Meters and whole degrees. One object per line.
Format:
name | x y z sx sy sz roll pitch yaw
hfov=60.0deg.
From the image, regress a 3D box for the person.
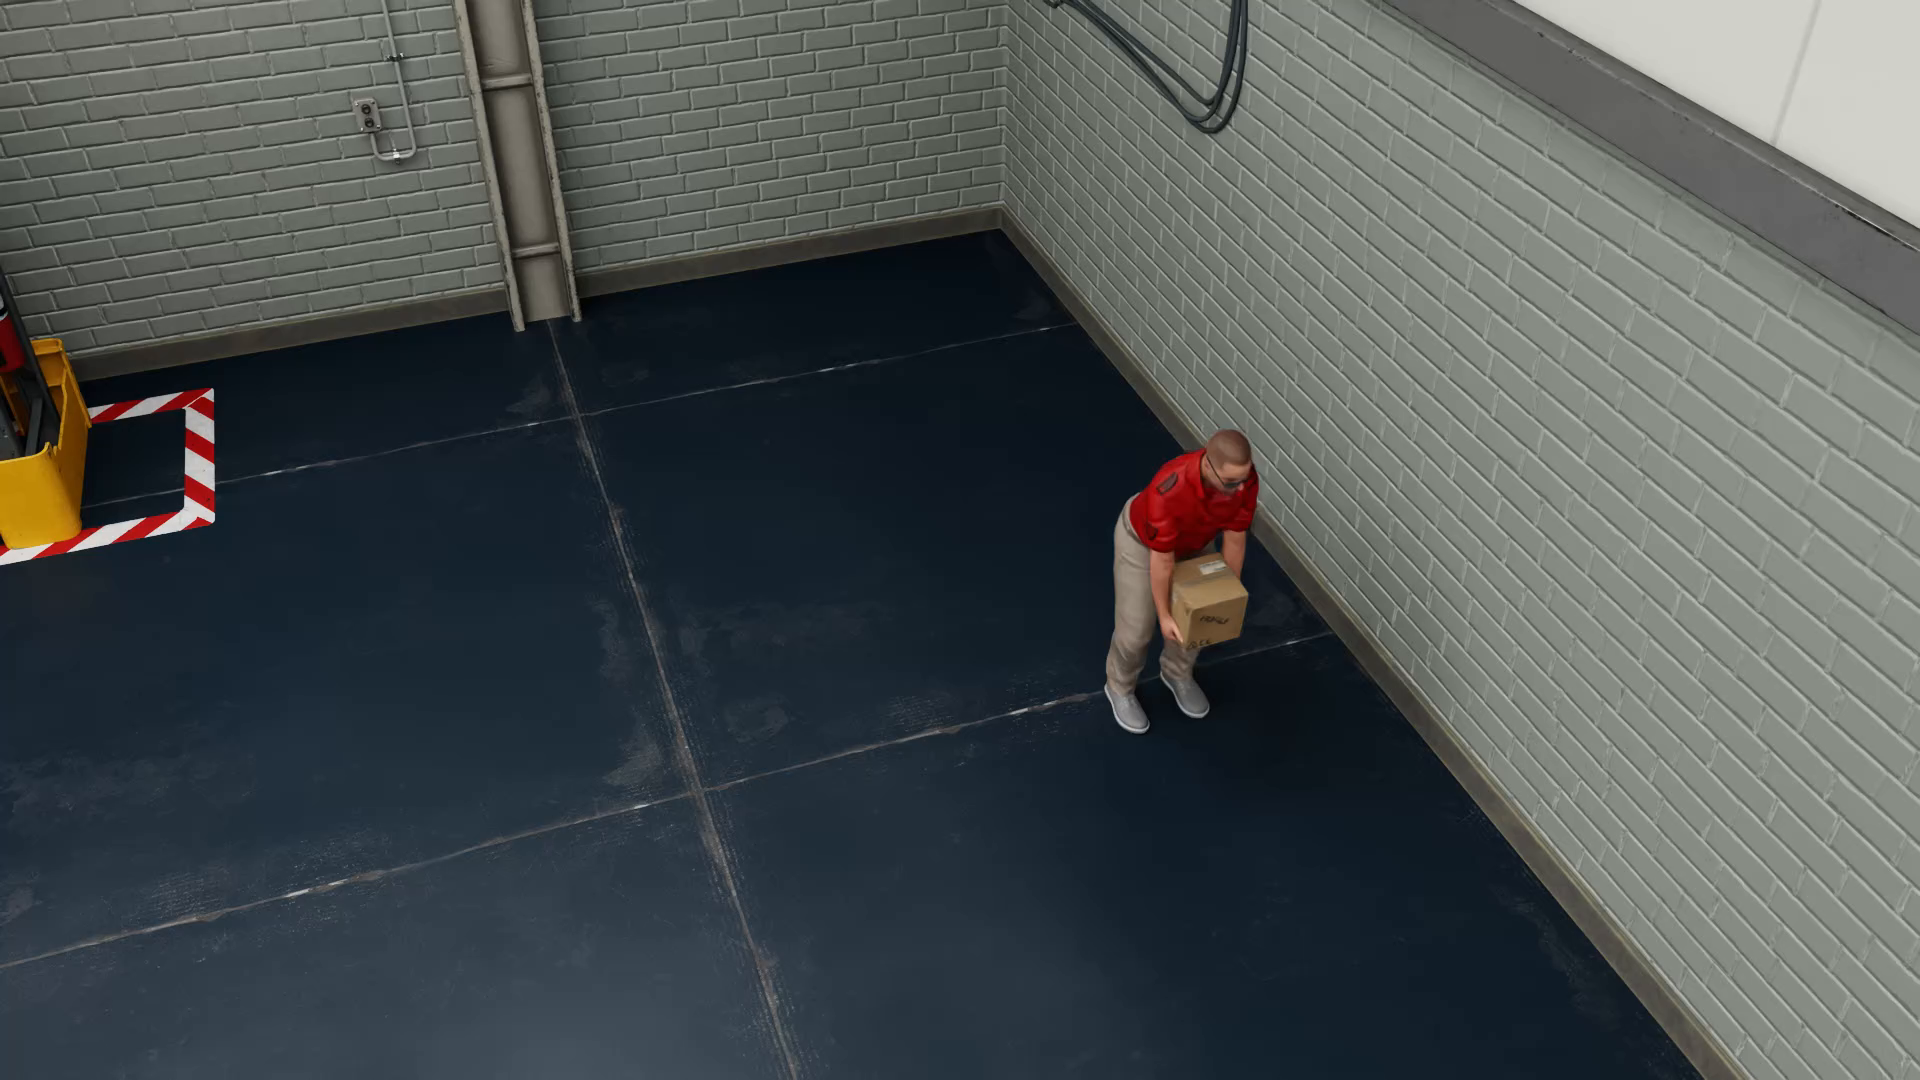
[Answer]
person | 0.907 0.143 6.718 0.477 1.607 0.622 -13 39 -17
